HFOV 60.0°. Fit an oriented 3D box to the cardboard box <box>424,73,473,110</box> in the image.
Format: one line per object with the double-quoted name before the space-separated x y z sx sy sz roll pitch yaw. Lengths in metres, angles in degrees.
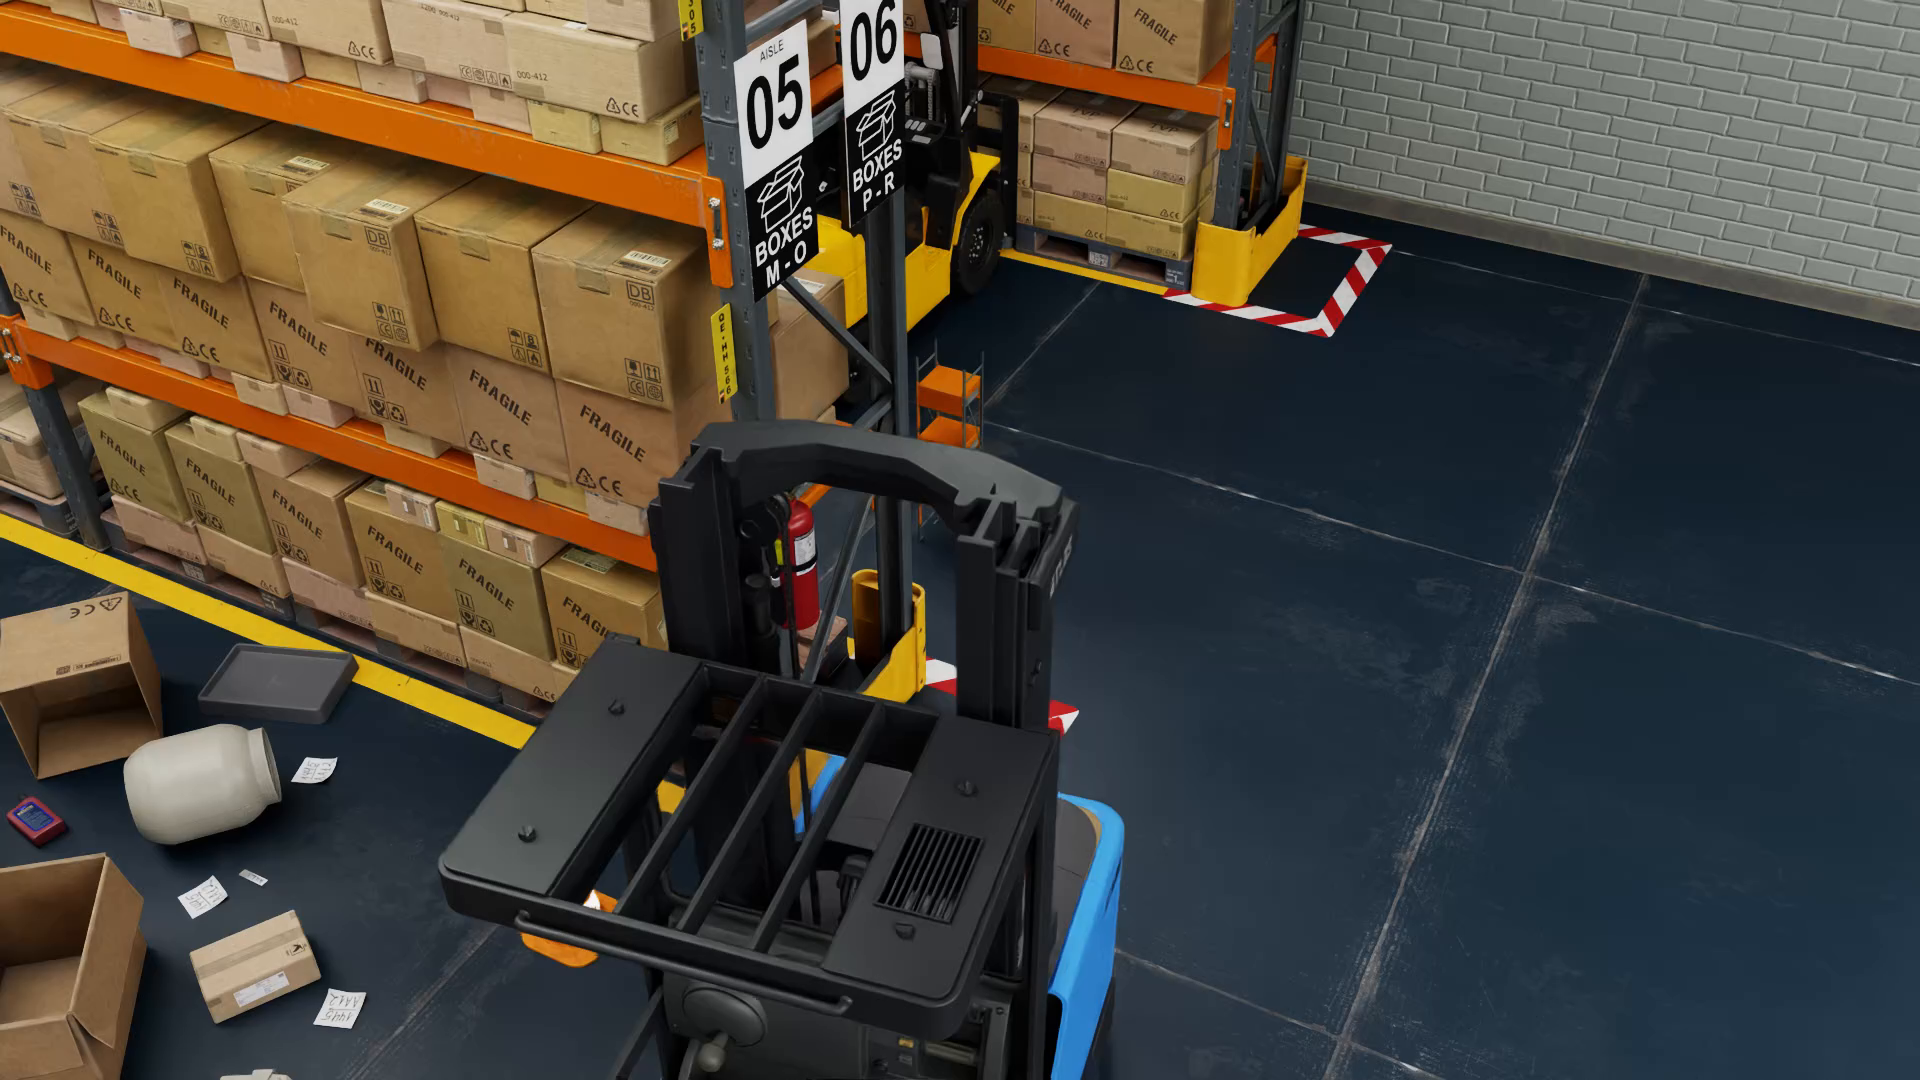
"cardboard box" -1.578 -1.594 5.596 0.250 0.149 0.380 18 41 22

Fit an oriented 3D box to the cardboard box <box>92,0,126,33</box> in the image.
"cardboard box" -2.956 -2.005 6.138 0.250 0.149 0.380 16 40 20

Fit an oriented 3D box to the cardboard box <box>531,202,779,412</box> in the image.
"cardboard box" -1.036 -0.882 5.775 0.500 0.500 0.700 16 40 20

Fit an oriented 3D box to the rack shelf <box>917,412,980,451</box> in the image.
"rack shelf" -0.048 -0.425 7.959 0.240 0.259 0.215 17 41 21

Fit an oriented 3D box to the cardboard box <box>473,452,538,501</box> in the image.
"cardboard box" -1.649 -0.339 6.423 0.250 0.149 0.380 18 41 22

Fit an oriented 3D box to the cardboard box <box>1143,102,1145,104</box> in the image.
"cardboard box" 1.458 -2.672 10.389 0.500 0.250 0.500 17 40 21

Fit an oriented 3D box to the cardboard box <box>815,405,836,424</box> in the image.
"cardboard box" -0.688 -0.406 6.512 0.250 0.149 0.380 18 41 22

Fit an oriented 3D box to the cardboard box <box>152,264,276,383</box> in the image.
"cardboard box" -2.875 -1.025 6.791 0.500 0.500 0.500 17 40 21

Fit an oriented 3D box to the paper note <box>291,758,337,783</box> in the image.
"paper note" -2.700 0.960 6.960 0.148 0.019 0.142 4 37 6

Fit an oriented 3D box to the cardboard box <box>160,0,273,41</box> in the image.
"cardboard box" -2.419 -1.973 5.765 0.500 0.250 0.500 18 41 22

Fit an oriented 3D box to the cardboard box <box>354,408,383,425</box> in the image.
"cardboard box" -2.261 -0.625 6.800 0.250 0.149 0.380 17 41 21

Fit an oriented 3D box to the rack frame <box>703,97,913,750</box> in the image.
"rack frame" -0.482 -0.300 6.165 0.127 3.000 1.000 17 41 21

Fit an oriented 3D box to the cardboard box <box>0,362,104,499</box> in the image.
"cardboard box" -4.501 -0.678 8.488 0.625 0.372 0.950 18 41 22

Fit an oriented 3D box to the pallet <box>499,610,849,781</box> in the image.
"pallet" -1.255 0.544 7.358 1.213 0.211 1.003 17 41 21

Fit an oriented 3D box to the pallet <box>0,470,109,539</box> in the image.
"pallet" -4.726 -0.518 8.757 1.213 0.211 1.003 17 41 21

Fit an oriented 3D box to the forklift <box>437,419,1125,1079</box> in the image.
"forklift" -0.391 1.304 4.107 1.130 2.935 3.031 11 39 14

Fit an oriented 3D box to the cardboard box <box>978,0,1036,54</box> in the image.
"cardboard box" 0.328 -3.294 10.025 0.500 0.500 0.500 17 40 21

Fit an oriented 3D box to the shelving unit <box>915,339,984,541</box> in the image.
"shelving unit" -0.048 -0.433 7.952 0.252 1.050 0.215 17 41 21

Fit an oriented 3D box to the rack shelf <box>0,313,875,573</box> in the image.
"rack shelf" -2.258 -0.570 7.115 4.000 0.370 1.077 17 41 21

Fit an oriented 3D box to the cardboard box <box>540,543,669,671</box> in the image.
"cardboard box" -1.313 0.246 6.752 0.500 0.500 0.500 18 41 22

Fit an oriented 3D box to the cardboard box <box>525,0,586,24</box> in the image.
"cardboard box" -1.129 -1.741 5.130 0.250 0.149 0.380 18 41 22

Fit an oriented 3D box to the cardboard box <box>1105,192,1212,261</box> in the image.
"cardboard box" 1.235 -2.000 10.330 0.500 0.250 0.500 18 41 22

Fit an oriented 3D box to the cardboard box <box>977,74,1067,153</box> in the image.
"cardboard box" 0.336 -2.671 10.388 0.500 0.250 0.500 18 41 22

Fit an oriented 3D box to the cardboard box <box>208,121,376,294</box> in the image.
"cardboard box" -2.361 -1.326 6.361 0.500 0.500 0.700 17 40 21

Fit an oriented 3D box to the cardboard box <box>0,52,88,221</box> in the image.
"cardboard box" -3.743 -1.731 6.893 0.500 0.500 0.700 17 40 21

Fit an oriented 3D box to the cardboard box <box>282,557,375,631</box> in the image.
"cardboard box" -2.683 0.113 7.547 0.500 0.250 0.500 17 40 21

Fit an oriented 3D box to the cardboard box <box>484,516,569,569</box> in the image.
"cardboard box" -1.670 -0.078 6.642 0.250 0.149 0.380 19 41 23

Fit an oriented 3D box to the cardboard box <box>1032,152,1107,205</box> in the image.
"cardboard box" 0.781 -2.350 10.379 0.500 0.250 0.500 17 40 21

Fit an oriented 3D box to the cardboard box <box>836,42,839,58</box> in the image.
"cardboard box" -1.020 -3.098 10.951 0.500 0.250 0.500 17 41 22

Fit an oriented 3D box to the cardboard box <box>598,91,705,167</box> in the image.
"cardboard box" -0.927 -1.344 5.267 0.250 0.149 0.380 18 41 22

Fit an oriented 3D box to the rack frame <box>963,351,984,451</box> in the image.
"rack frame" 0.061 -0.399 7.907 0.008 1.050 0.200 17 41 21

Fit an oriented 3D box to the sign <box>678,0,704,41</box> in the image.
"sign" -0.755 -1.556 4.605 0.005 0.325 0.100 17 41 21

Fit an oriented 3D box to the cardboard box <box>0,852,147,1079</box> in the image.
"cardboard box" -3.206 1.565 5.772 0.637 0.503 0.797 -8 38 -10

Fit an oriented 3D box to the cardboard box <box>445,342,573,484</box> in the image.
"cardboard box" -1.533 -0.603 6.235 0.500 0.500 0.500 17 41 22

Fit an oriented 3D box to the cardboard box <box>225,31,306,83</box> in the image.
"cardboard box" -2.312 -1.747 5.798 0.250 0.149 0.380 17 40 21

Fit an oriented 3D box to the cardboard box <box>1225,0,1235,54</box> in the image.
"cardboard box" 1.485 -3.293 10.025 0.500 0.500 0.500 19 41 23

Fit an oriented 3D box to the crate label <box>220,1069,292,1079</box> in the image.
"crate label" -2.392 1.918 5.610 0.298 0.136 0.250 -2 37 -2

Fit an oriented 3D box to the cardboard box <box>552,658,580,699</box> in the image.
"cardboard box" -1.345 0.540 6.984 0.500 0.250 0.500 17 40 21

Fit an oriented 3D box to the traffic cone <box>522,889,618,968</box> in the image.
"traffic cone" -1.457 1.283 6.177 0.334 0.463 0.336 17 41 21

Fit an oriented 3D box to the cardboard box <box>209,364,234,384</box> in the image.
"cardboard box" -2.949 -0.808 7.042 0.250 0.149 0.380 17 40 21

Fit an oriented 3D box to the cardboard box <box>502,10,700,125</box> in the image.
"cardboard box" -1.060 -1.552 5.210 0.500 0.250 0.500 17 40 21

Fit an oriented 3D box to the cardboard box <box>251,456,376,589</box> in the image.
"cardboard box" -2.694 -0.187 7.322 0.500 0.500 0.500 20 41 24

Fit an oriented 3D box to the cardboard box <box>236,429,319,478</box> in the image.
"cardboard box" -2.853 -0.451 7.133 0.250 0.149 0.380 20 41 24

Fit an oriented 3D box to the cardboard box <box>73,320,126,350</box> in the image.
"cardboard box" -3.653 -1.010 7.308 0.250 0.149 0.380 19 41 23

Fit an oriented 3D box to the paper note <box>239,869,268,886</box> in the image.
"paper note" -2.764 1.320 6.503 0.123 0.001 0.032 17 41 21

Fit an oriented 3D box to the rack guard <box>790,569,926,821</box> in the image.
"rack guard" -0.549 0.674 6.949 0.348 0.500 1.175 17 41 21
